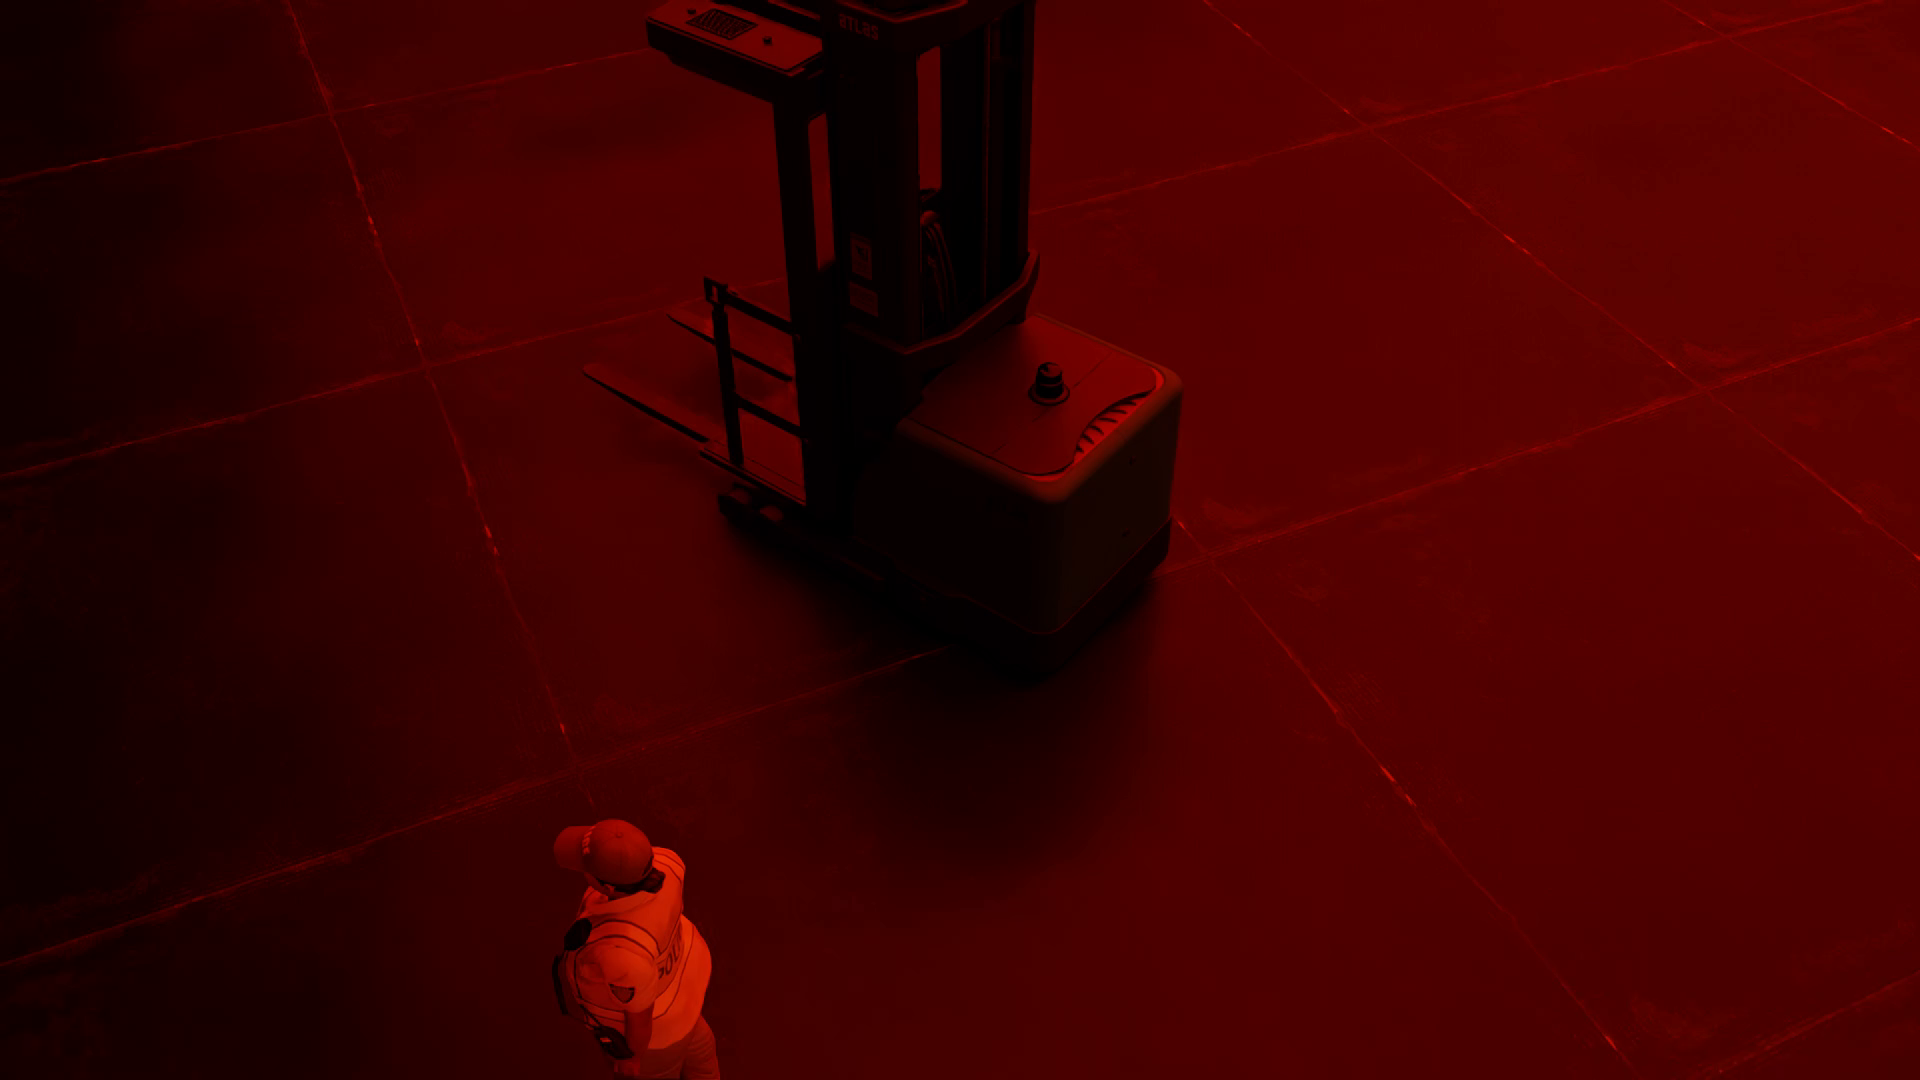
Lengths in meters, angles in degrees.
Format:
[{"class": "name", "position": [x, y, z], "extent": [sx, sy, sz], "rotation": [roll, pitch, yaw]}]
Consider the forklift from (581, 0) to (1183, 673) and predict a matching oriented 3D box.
[{"class": "forklift", "position": [-0.521, -1.332, 7.108], "extent": [3.031, 2.935, 1.130], "rotation": [28, 50, 26]}]

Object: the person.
[{"class": "person", "position": [-0.962, 1.401, 5.111], "extent": [0.389, 1.669, 0.480], "rotation": [6, 43, 6]}]
